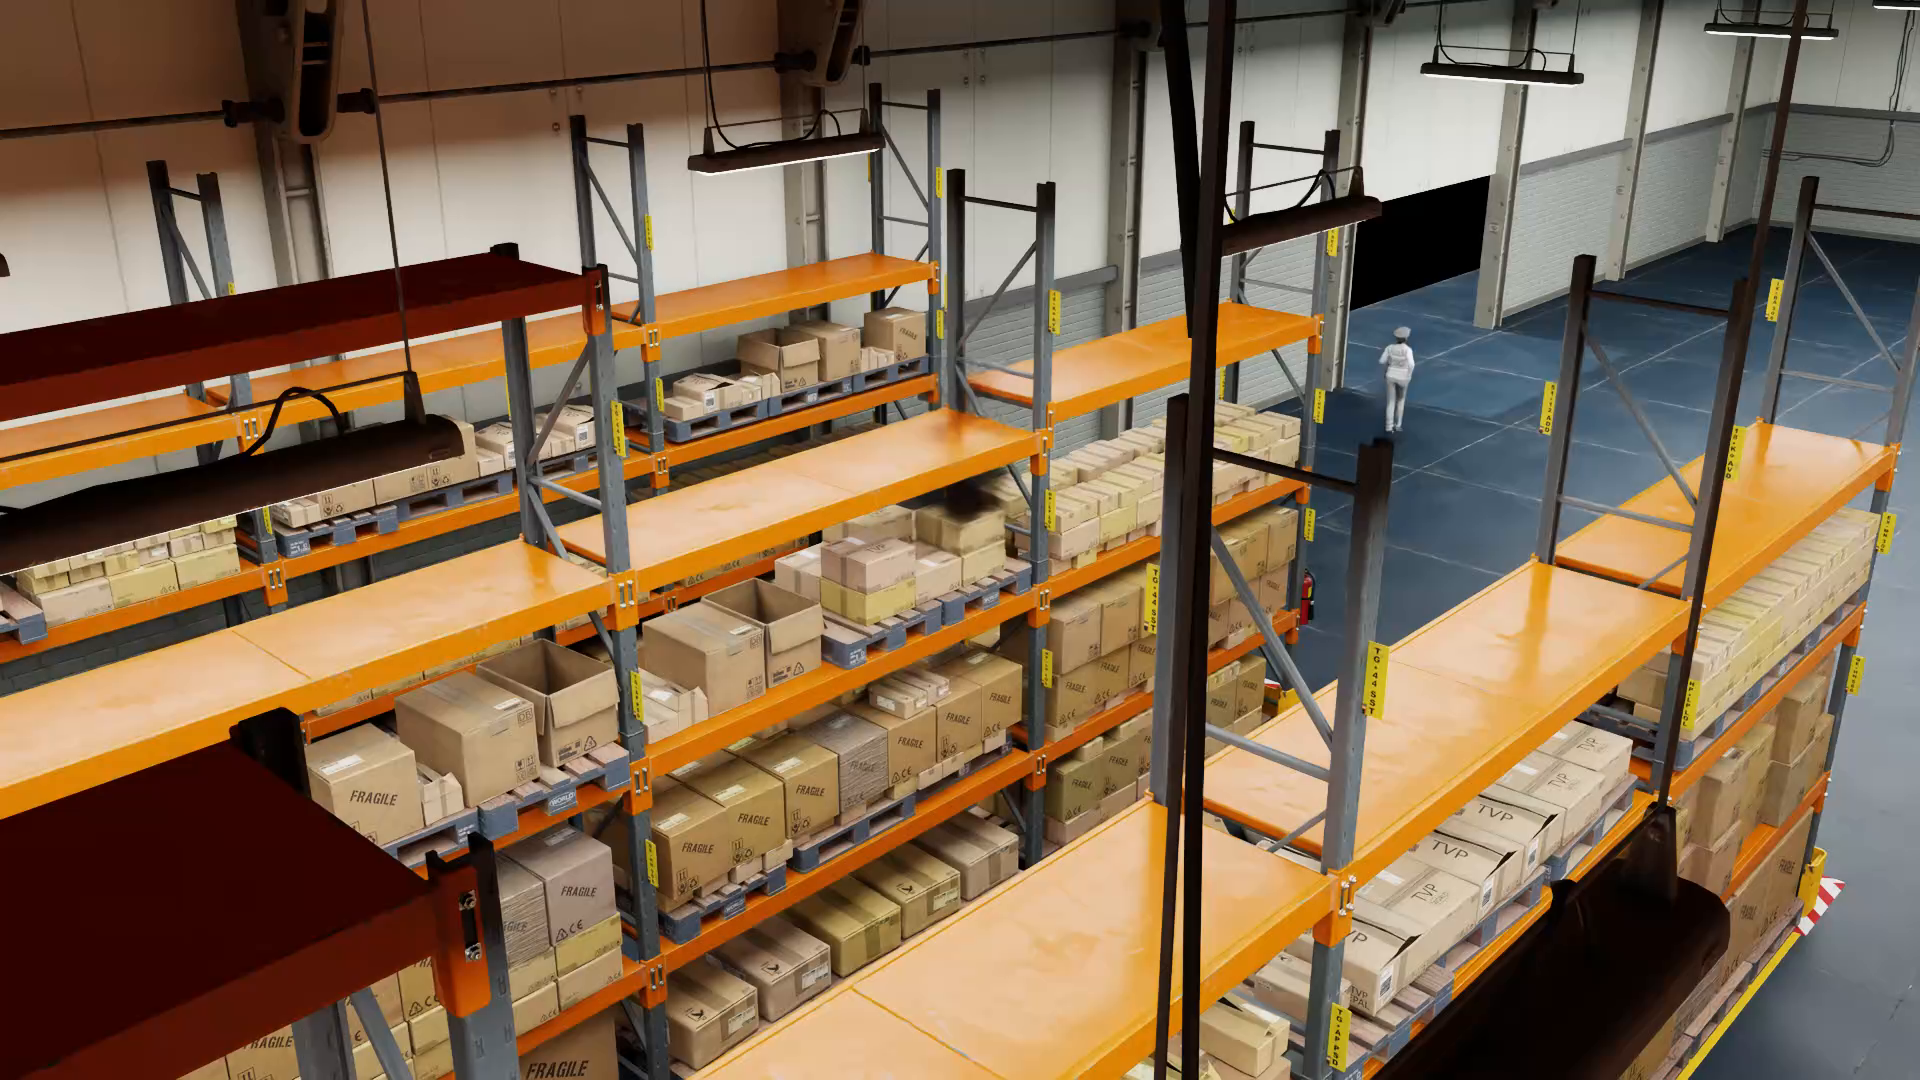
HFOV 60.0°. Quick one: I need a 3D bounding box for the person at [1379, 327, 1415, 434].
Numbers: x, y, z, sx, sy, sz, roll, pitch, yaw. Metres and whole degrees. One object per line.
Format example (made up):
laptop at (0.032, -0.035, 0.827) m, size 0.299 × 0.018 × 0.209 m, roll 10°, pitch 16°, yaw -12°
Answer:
person at (6.818, -2.465, 26.055) m, size 0.586 × 1.748 × 0.805 m, roll 9°, pitch 23°, yaw 21°
